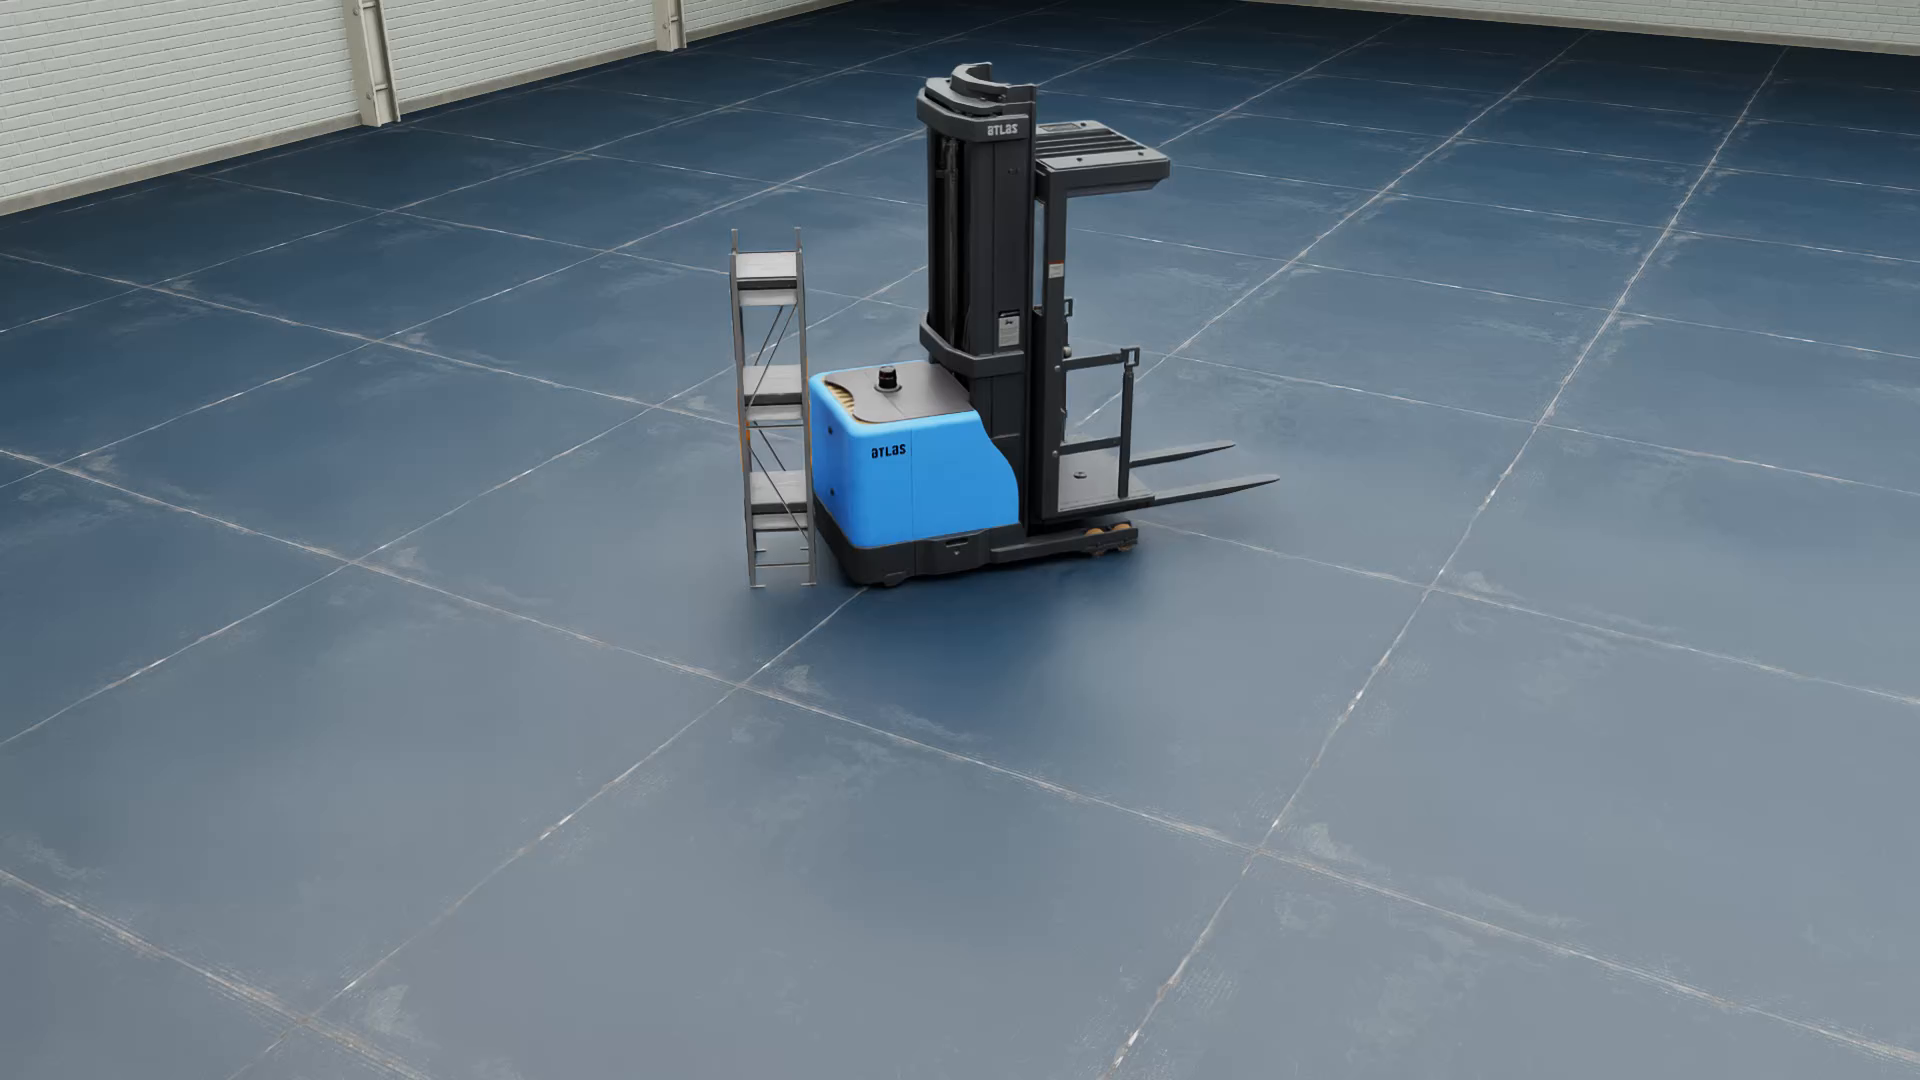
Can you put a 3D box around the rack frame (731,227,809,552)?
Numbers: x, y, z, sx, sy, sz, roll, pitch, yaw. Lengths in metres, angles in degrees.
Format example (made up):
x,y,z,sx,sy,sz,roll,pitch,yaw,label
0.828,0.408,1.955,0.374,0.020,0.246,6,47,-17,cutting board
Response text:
x,y,z,sx,sy,sz,roll,pitch,yaw,label
-1.129,-0.873,10.148,0.400,2.100,0.015,-2,27,-5,rack frame

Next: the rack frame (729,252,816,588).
x,y,z,sx,sy,sz,roll,pitch,yaw,label
-1.082,-0.655,9.714,0.400,2.100,0.015,-2,27,-5,rack frame

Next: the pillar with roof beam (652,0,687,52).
x,y,z,sx,sy,sz,roll,pitch,yaw,label
-0.809,-10.830,22.331,9.100,9.000,0.400,14,30,26,pillar with roof beam

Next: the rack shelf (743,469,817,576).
x,y,z,sx,sy,sz,roll,pitch,yaw,label
-1.105,-0.126,10.250,0.431,0.518,0.480,-2,27,-5,rack shelf

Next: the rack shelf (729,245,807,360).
x,y,z,sx,sy,sz,roll,pitch,yaw,label
-1.105,-1.378,9.624,0.431,0.518,0.480,-2,27,-5,rack shelf

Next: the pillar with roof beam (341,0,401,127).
x,y,z,sx,sy,sz,roll,pitch,yaw,label
-3.760,-8.491,17.660,9.100,9.000,0.400,14,30,26,pillar with roof beam

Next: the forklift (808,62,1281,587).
x,y,z,sx,sy,sz,roll,pitch,yaw,label
0.605,-1.425,10.322,3.031,2.935,1.130,-10,28,-18,forklift

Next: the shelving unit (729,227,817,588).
x,y,z,sx,sy,sz,roll,pitch,yaw,label
-1.105,-0.764,9.931,0.431,2.100,0.503,-2,27,-5,shelving unit

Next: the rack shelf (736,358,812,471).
x,y,z,sx,sy,sz,roll,pitch,yaw,label
-1.105,-0.752,9.937,0.431,0.518,0.480,-2,27,-5,rack shelf
